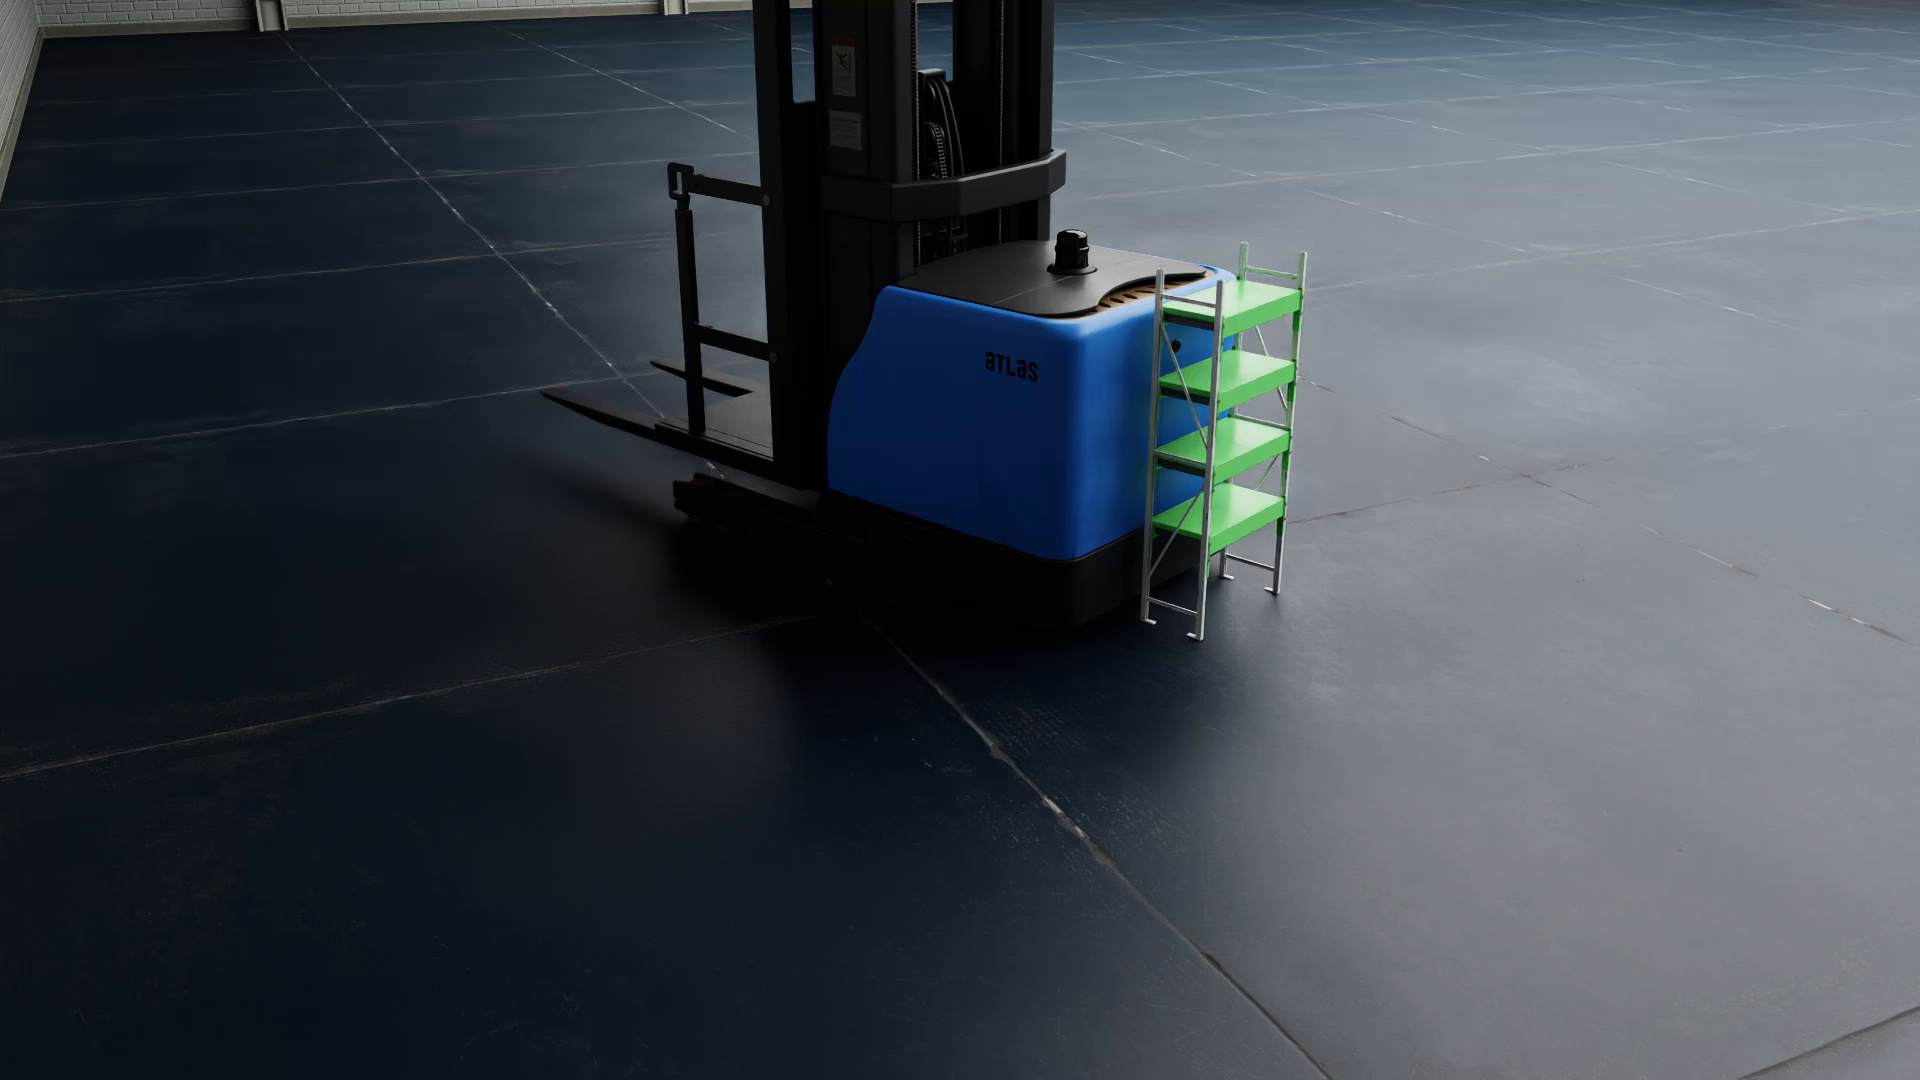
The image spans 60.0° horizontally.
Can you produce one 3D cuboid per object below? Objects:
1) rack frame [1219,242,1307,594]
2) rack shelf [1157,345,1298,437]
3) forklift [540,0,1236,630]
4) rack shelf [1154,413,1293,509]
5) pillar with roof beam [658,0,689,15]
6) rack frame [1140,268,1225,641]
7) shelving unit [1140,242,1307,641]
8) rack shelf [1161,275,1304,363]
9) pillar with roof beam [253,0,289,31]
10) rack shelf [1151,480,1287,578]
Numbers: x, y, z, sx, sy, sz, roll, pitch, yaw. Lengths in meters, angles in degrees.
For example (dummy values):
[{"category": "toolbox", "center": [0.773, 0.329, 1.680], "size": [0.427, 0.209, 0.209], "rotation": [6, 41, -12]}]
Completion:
[{"category": "rack frame", "center": [1.020, -0.398, 5.642], "size": [0.240, 1.200, 0.015], "rotation": [18, 29, 37]}, {"category": "rack shelf", "center": [0.861, -0.489, 5.403], "size": [0.258, 0.148, 0.480], "rotation": [18, 29, 37]}, {"category": "forklift", "center": [-0.471, -1.512, 6.069], "size": [3.031, 2.935, 1.130], "rotation": [18, 29, 37]}, {"category": "rack shelf", "center": [0.861, -0.268, 5.495], "size": [0.258, 0.148, 0.480], "rotation": [18, 29, 37]}, {"category": "pillar with roof beam", "center": [-2.704, -11.081, 21.254], "size": [0.400, 9.000, 9.100], "rotation": [-10, 25, -24]}, {"category": "rack frame", "center": [0.702, -0.256, 5.300], "size": [0.240, 1.200, 0.015], "rotation": [18, 29, 37]}, {"category": "shelving unit", "center": [0.861, -0.327, 5.471], "size": [0.258, 1.200, 0.503], "rotation": [18, 29, 37]}, {"category": "rack shelf", "center": [0.861, -0.711, 5.312], "size": [0.258, 0.148, 0.480], "rotation": [18, 29, 37]}, {"category": "pillar with roof beam", "center": [-8.111, -10.086, 18.850], "size": [0.400, 9.000, 9.100], "rotation": [-10, 25, -24]}, {"category": "rack shelf", "center": [0.861, -0.046, 5.587], "size": [0.258, 0.148, 0.480], "rotation": [18, 29, 37]}]
